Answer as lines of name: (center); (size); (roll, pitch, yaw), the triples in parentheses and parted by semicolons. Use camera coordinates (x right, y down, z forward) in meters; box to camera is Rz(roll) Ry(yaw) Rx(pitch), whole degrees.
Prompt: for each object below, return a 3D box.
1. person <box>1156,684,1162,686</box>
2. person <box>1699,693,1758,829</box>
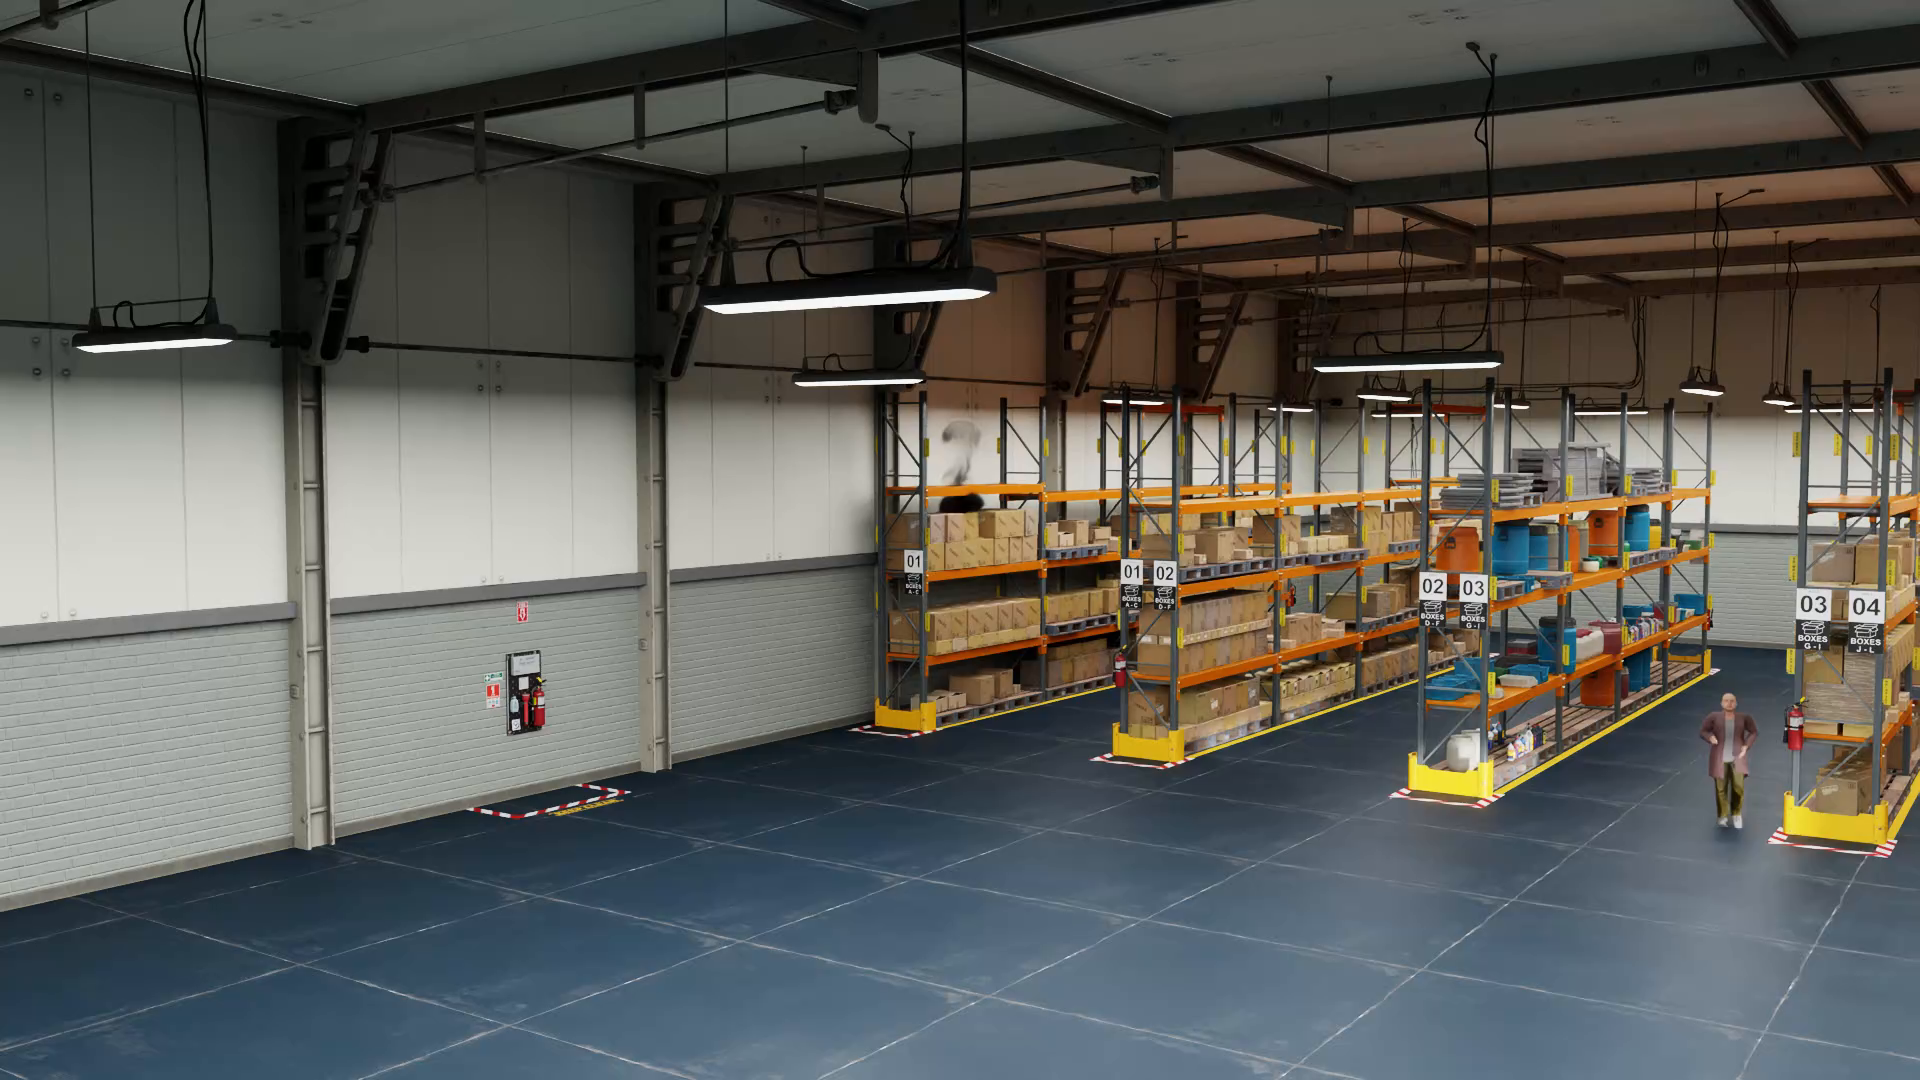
person: (4.023, 2.378, 32.060); (0.674, 1.682, 0.782); (2, 4, 26)
person: (10.110, 2.918, 21.884); (0.715, 1.785, 0.631); (1, 3, 23)
